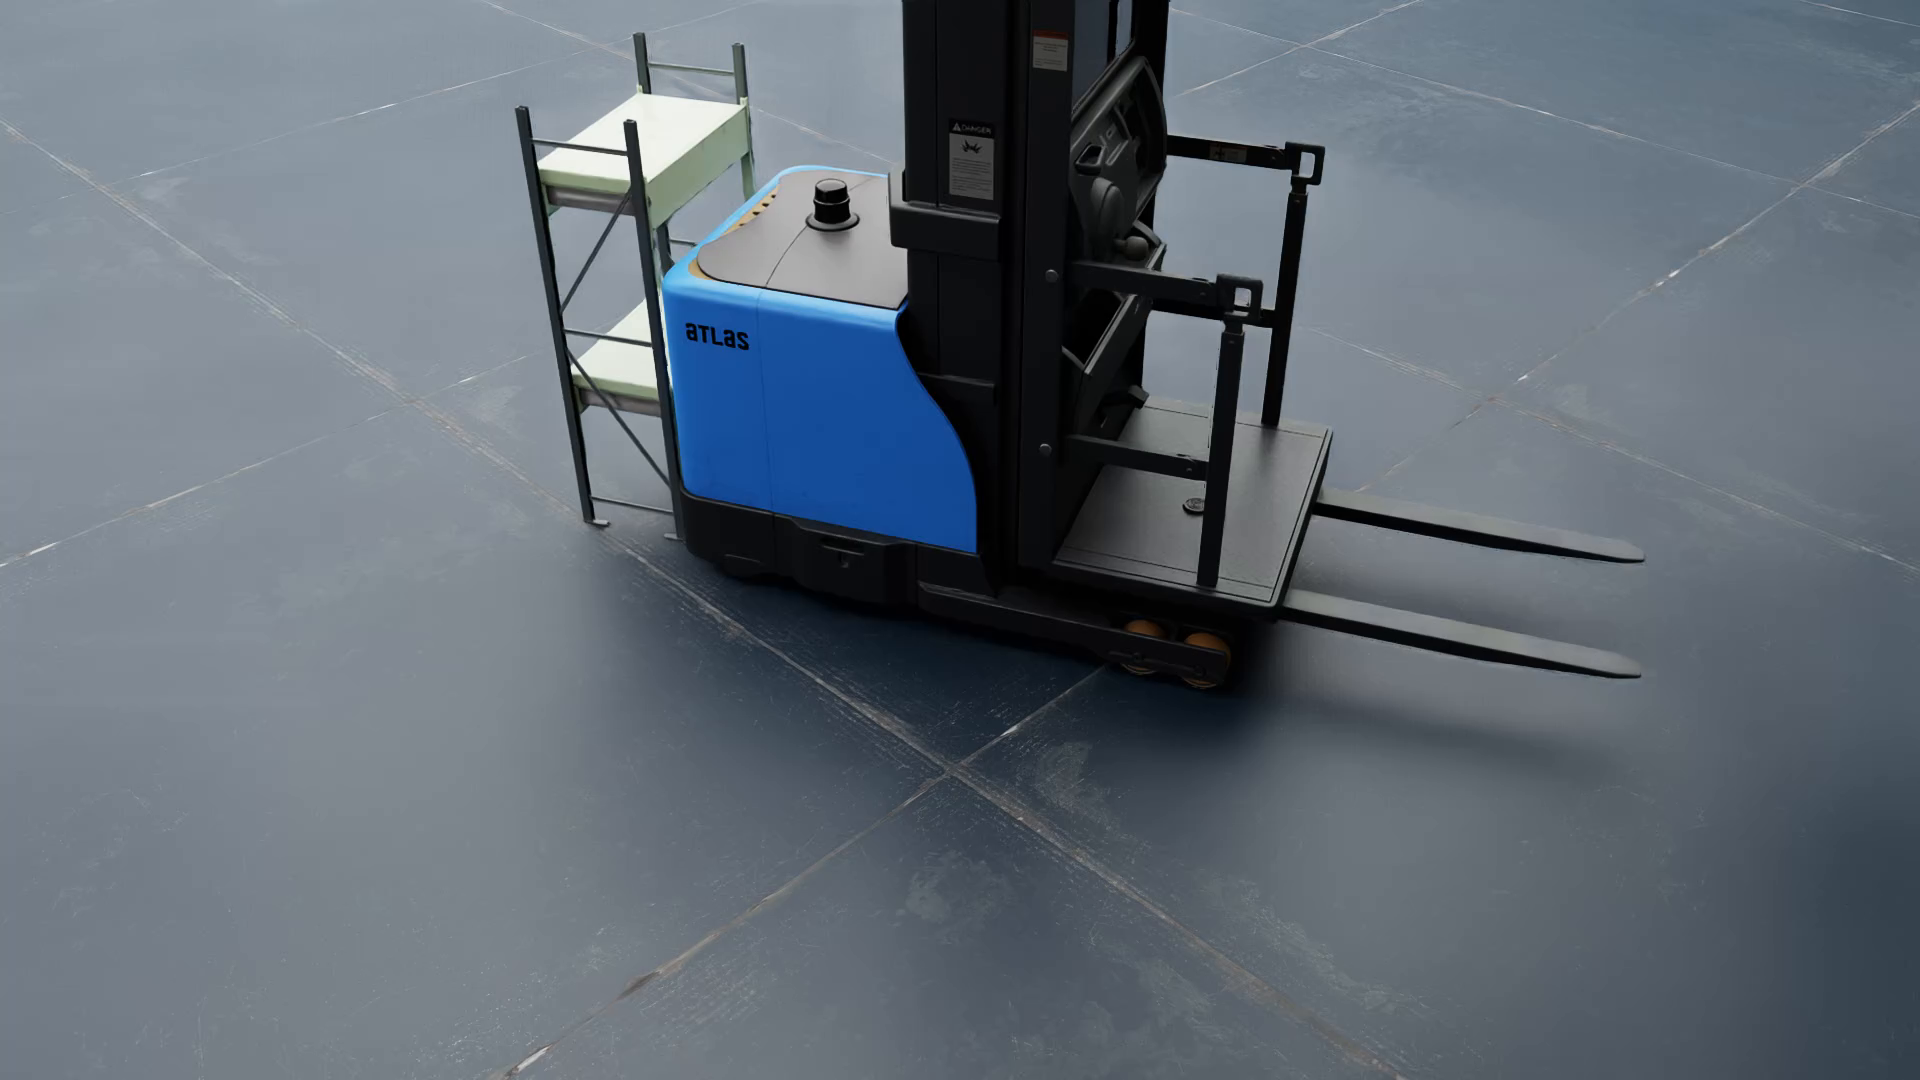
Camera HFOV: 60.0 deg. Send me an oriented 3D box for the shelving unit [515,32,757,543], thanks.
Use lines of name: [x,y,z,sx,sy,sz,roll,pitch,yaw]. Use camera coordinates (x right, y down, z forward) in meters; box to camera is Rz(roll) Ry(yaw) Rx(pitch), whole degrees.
shelving unit: [-1.015,-0.847,5.648,0.431,1.500,0.755,11,36,16]

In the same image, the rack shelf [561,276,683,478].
rack shelf: [-1.011,-0.578,5.834,0.431,0.370,0.720,11,36,16]

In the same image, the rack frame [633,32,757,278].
rack frame: [-0.893,-1.044,5.931,0.400,1.500,0.023,11,36,16]

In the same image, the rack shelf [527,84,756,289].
rack shelf: [-1.019,-1.167,5.426,0.431,0.370,0.720,11,36,16]

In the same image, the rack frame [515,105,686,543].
rack frame: [-1.136,-0.649,5.365,0.400,1.500,0.023,11,36,16]

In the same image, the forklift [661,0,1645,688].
forklift: [0.648,-1.094,4.756,3.031,2.935,1.130,11,36,16]
